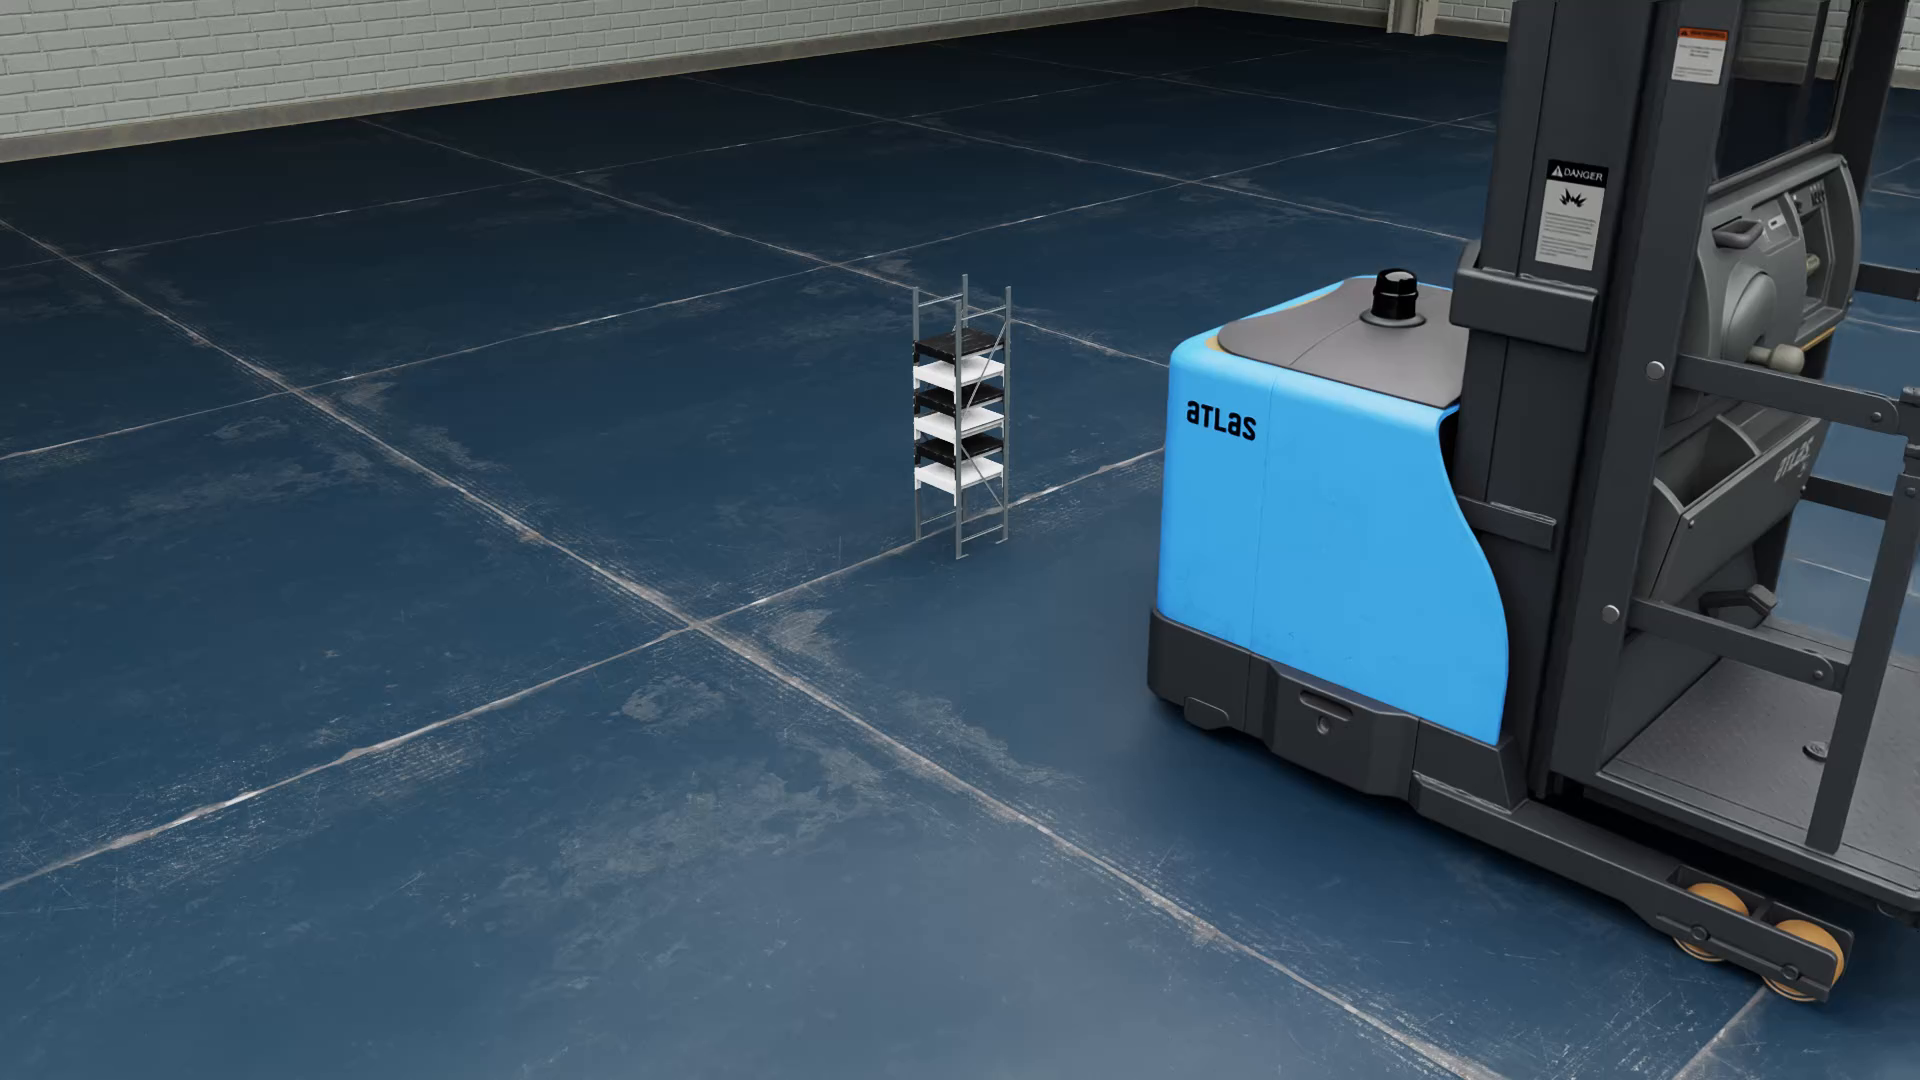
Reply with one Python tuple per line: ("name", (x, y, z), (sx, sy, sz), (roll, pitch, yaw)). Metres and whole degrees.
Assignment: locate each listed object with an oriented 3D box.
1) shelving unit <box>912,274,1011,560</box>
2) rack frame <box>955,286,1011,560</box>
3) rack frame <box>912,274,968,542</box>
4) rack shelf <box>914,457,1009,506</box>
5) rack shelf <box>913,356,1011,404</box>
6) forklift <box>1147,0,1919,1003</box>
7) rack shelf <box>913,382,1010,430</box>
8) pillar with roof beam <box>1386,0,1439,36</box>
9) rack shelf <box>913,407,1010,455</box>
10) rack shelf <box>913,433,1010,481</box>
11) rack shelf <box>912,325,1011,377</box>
("shelving unit", (0.006, -0.407, 5.558), (0.258, 0.900, 0.210), (-21, 32, -38))
("rack frame", (0.075, -0.376, 5.490), (0.240, 0.900, 0.006), (-21, 32, -38))
("rack frame", (-0.064, -0.438, 5.625), (0.240, 0.900, 0.006), (-21, 32, -38))
("rack shelf", (0.006, -0.213, 5.646), (0.258, 0.077, 0.200), (-21, 32, -38))
("rack shelf", (0.006, -0.540, 5.497), (0.258, 0.077, 0.200), (-21, 32, -38))
("forklift", (1.945, -0.588, 3.508), (3.031, 2.935, 1.130), (21, 32, 39))
("rack shelf", (0.006, -0.459, 5.534), (0.258, 0.077, 0.200), (-21, 32, -38))
("pillar with roof beam", (1.558, -8.163, 12.802), (9.100, 9.000, 0.400), (-21, 32, -38))
("rack shelf", (0.006, -0.377, 5.572), (0.258, 0.077, 0.200), (-21, 32, -38))
("rack shelf", (0.006, -0.295, 5.609), (0.258, 0.077, 0.200), (-21, 32, -38))
("rack shelf", (0.006, -0.622, 5.460), (0.258, 0.077, 0.200), (-21, 32, -38))
